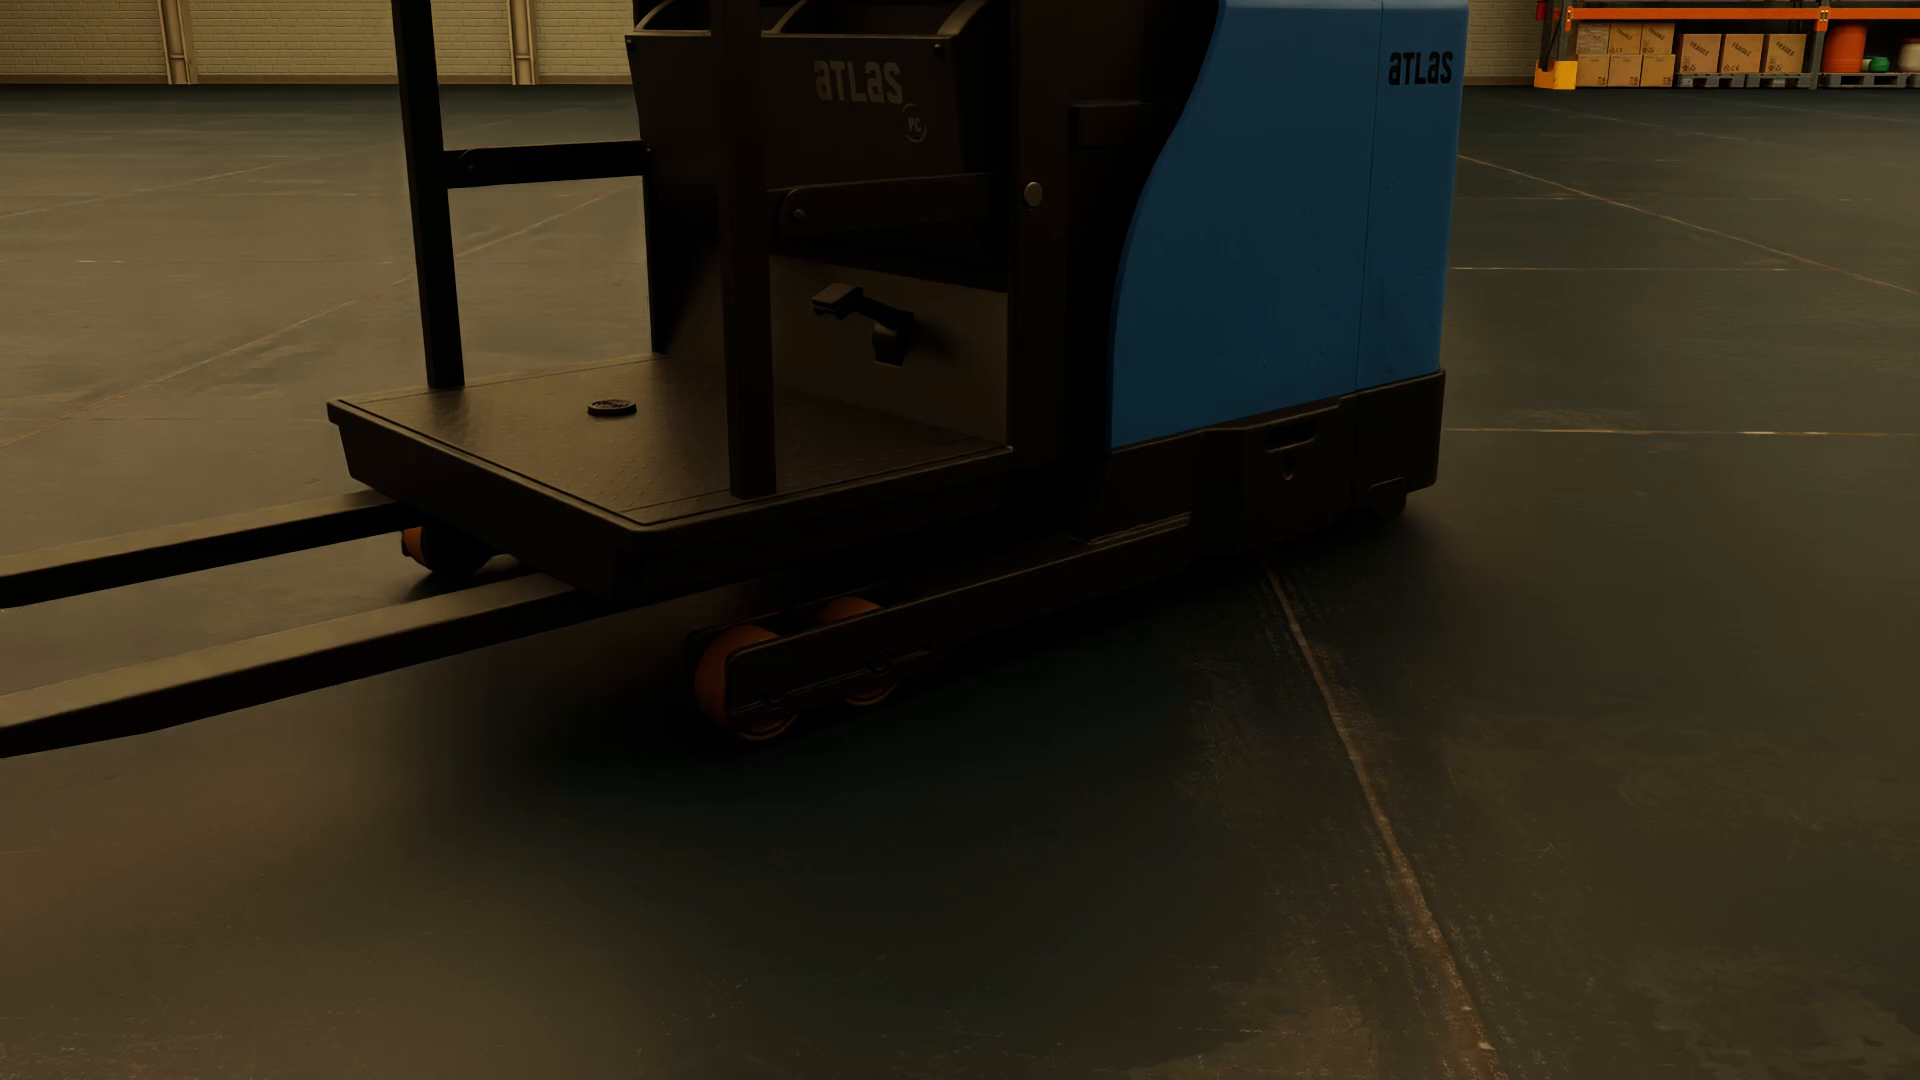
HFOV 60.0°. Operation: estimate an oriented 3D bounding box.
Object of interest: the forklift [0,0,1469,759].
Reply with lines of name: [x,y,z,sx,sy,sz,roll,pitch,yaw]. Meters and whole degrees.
forklift: [-0.423,-1.281,2.556,3.031,2.935,1.130,-15,23,-39]
